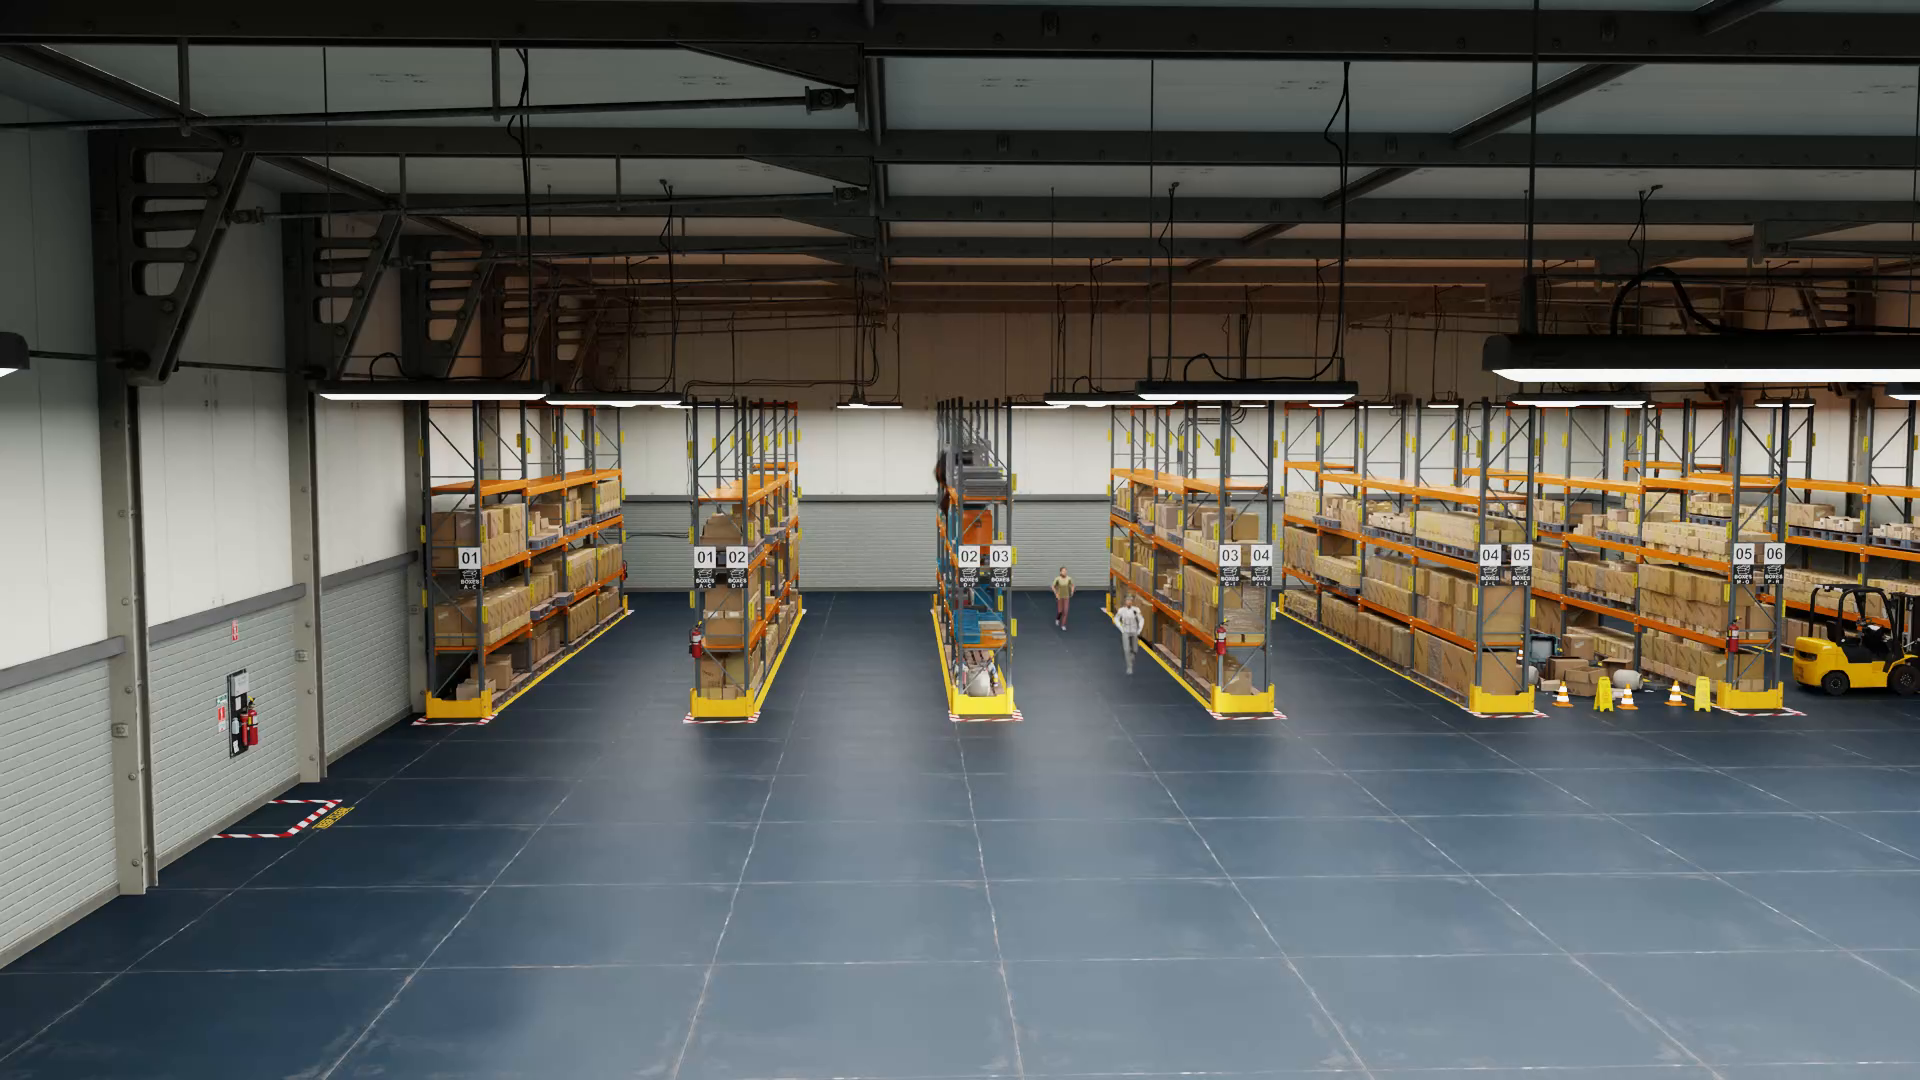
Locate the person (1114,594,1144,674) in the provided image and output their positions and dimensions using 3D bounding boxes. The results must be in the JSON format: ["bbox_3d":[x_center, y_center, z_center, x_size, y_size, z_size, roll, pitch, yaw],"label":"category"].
[{"bbox_3d":[3.563,1.956,35.053,0.640,1.669,0.622,0,4,-2],"label":"person"}]

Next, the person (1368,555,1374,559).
[{"bbox_3d":[11.453,1.296,46.099,0.658,1.736,0.716,-1,5,-12],"label":"person"}]

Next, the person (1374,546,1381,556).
[{"bbox_3d":[12.525,1.039,50.001,0.756,1.719,0.536,-2,5,-21],"label":"person"}]

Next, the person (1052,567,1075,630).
[{"bbox_3d":[2.728,1.526,43.854,0.600,1.646,0.605,-1,4,-8],"label":"person"}]
